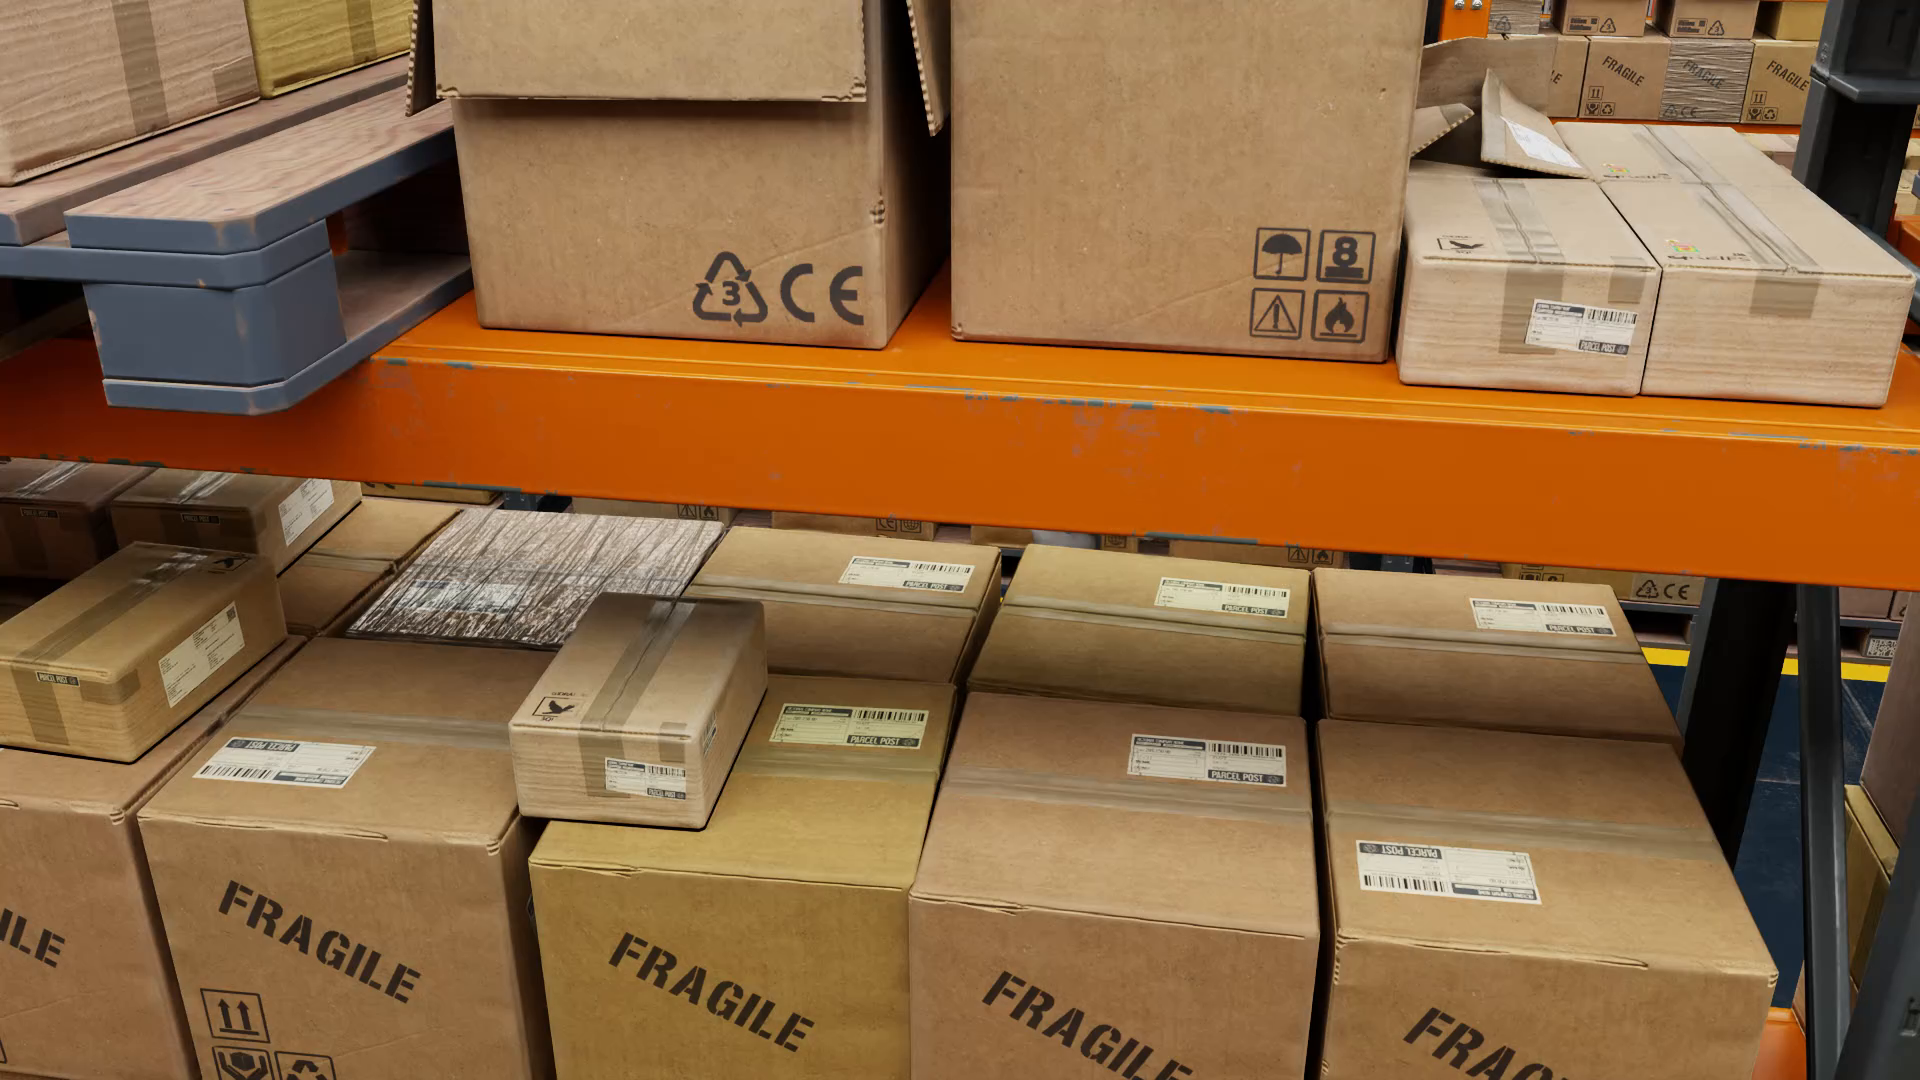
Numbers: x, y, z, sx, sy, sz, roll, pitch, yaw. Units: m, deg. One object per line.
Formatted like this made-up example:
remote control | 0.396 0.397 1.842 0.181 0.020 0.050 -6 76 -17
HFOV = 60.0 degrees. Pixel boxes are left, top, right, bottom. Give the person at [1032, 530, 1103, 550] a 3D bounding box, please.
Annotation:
person | 0.488 -0.075 6.242 0.551 1.686 0.459 4 25 9
